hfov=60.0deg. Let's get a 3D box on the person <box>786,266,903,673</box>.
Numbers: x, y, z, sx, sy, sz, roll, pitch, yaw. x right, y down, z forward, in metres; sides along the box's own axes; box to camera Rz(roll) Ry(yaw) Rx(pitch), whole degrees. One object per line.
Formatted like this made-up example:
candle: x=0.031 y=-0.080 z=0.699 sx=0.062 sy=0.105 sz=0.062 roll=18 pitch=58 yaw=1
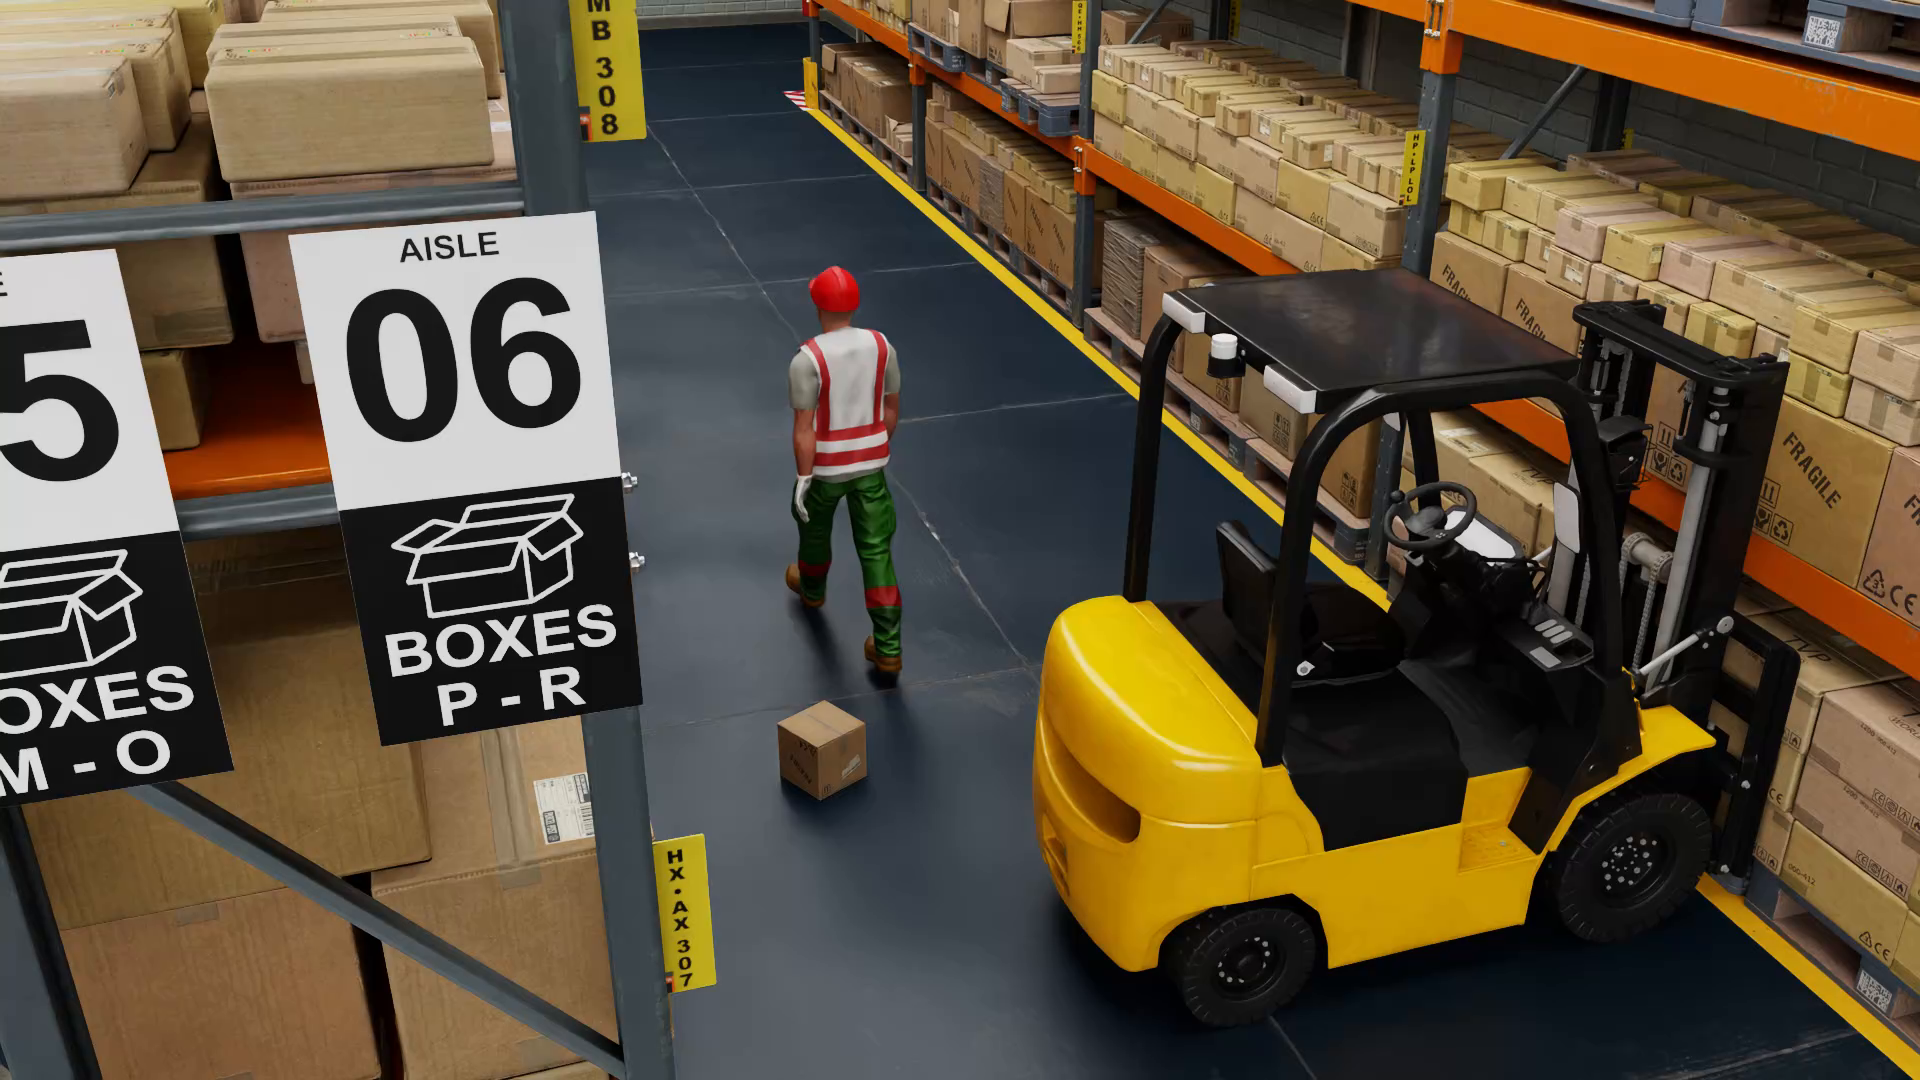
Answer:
person: x=-0.521 y=-0.359 z=7.335 sx=0.547 sy=1.730 sz=1.092 roll=-10 pitch=28 yaw=-19
